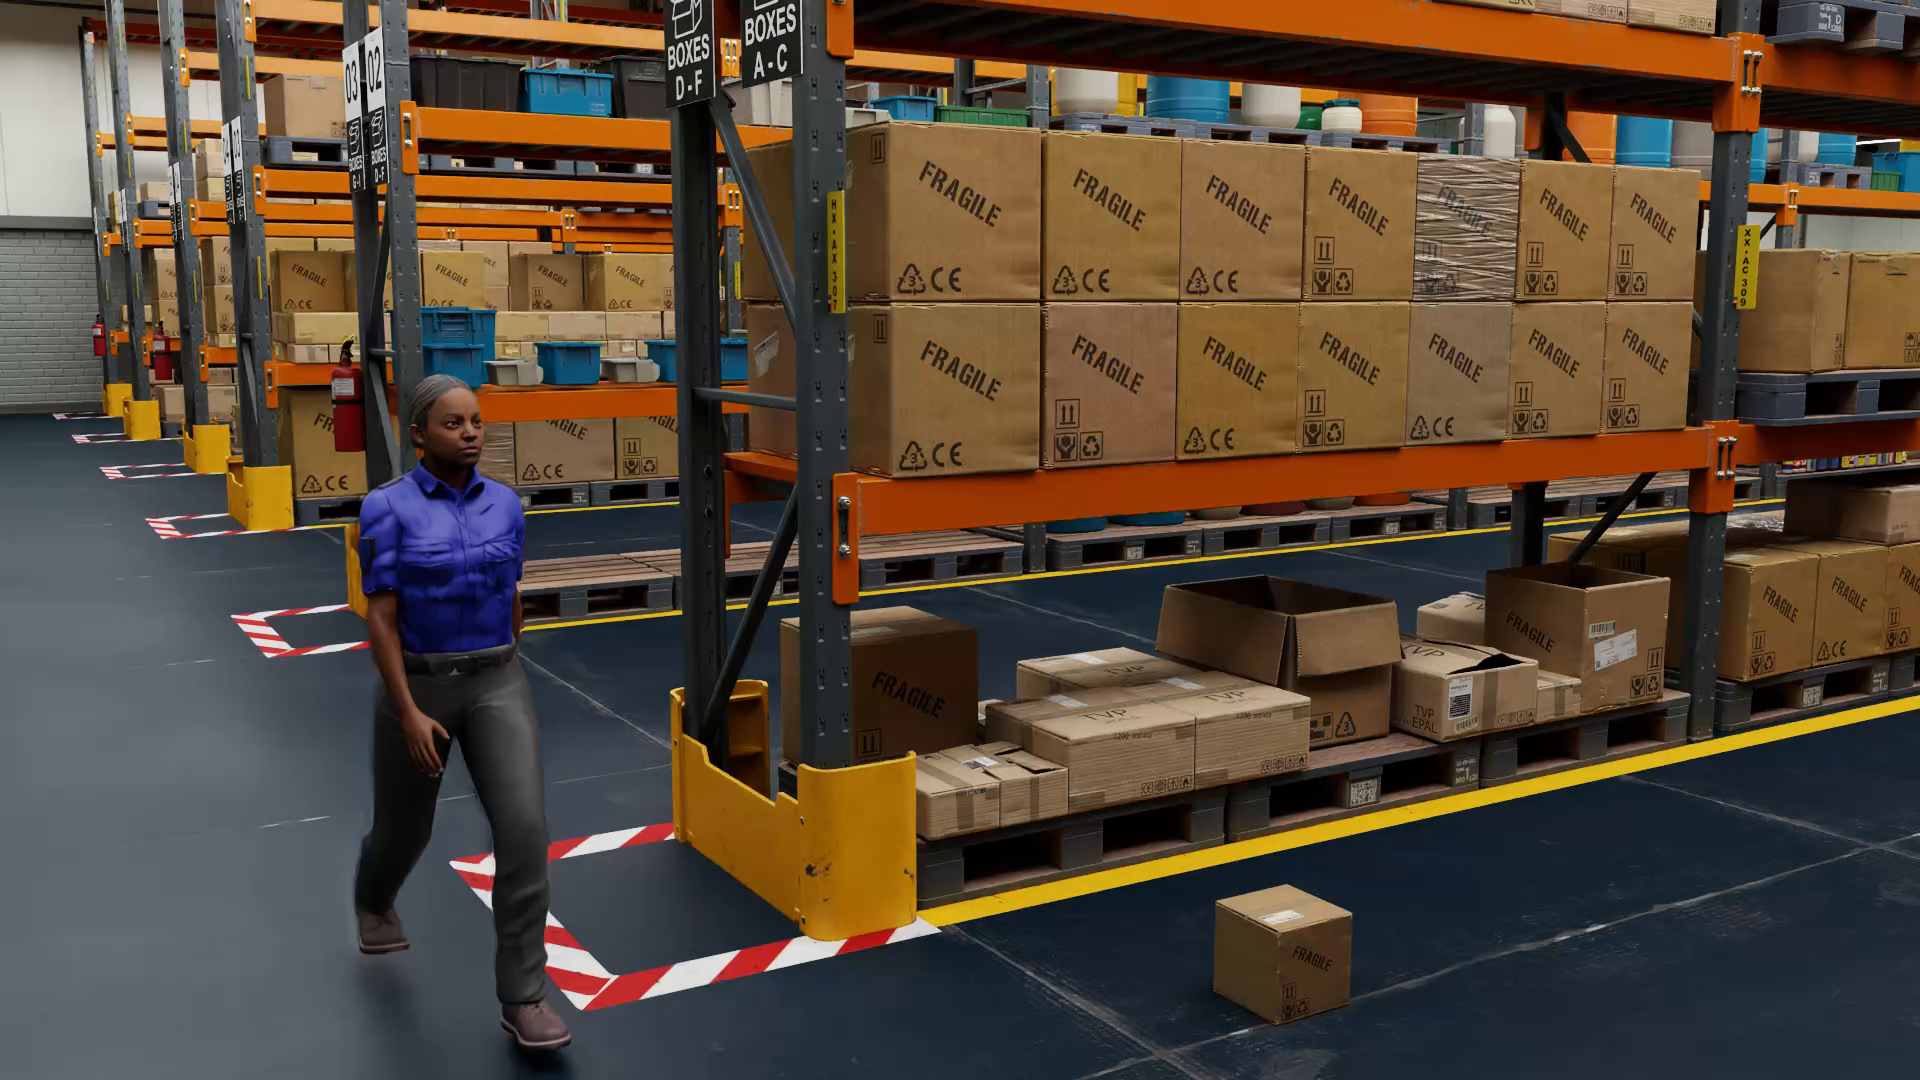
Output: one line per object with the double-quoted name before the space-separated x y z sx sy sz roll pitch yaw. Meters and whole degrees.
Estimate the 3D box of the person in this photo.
"person" -1.272 0.387 4.171 0.431 1.597 0.987 -5 10 -33
